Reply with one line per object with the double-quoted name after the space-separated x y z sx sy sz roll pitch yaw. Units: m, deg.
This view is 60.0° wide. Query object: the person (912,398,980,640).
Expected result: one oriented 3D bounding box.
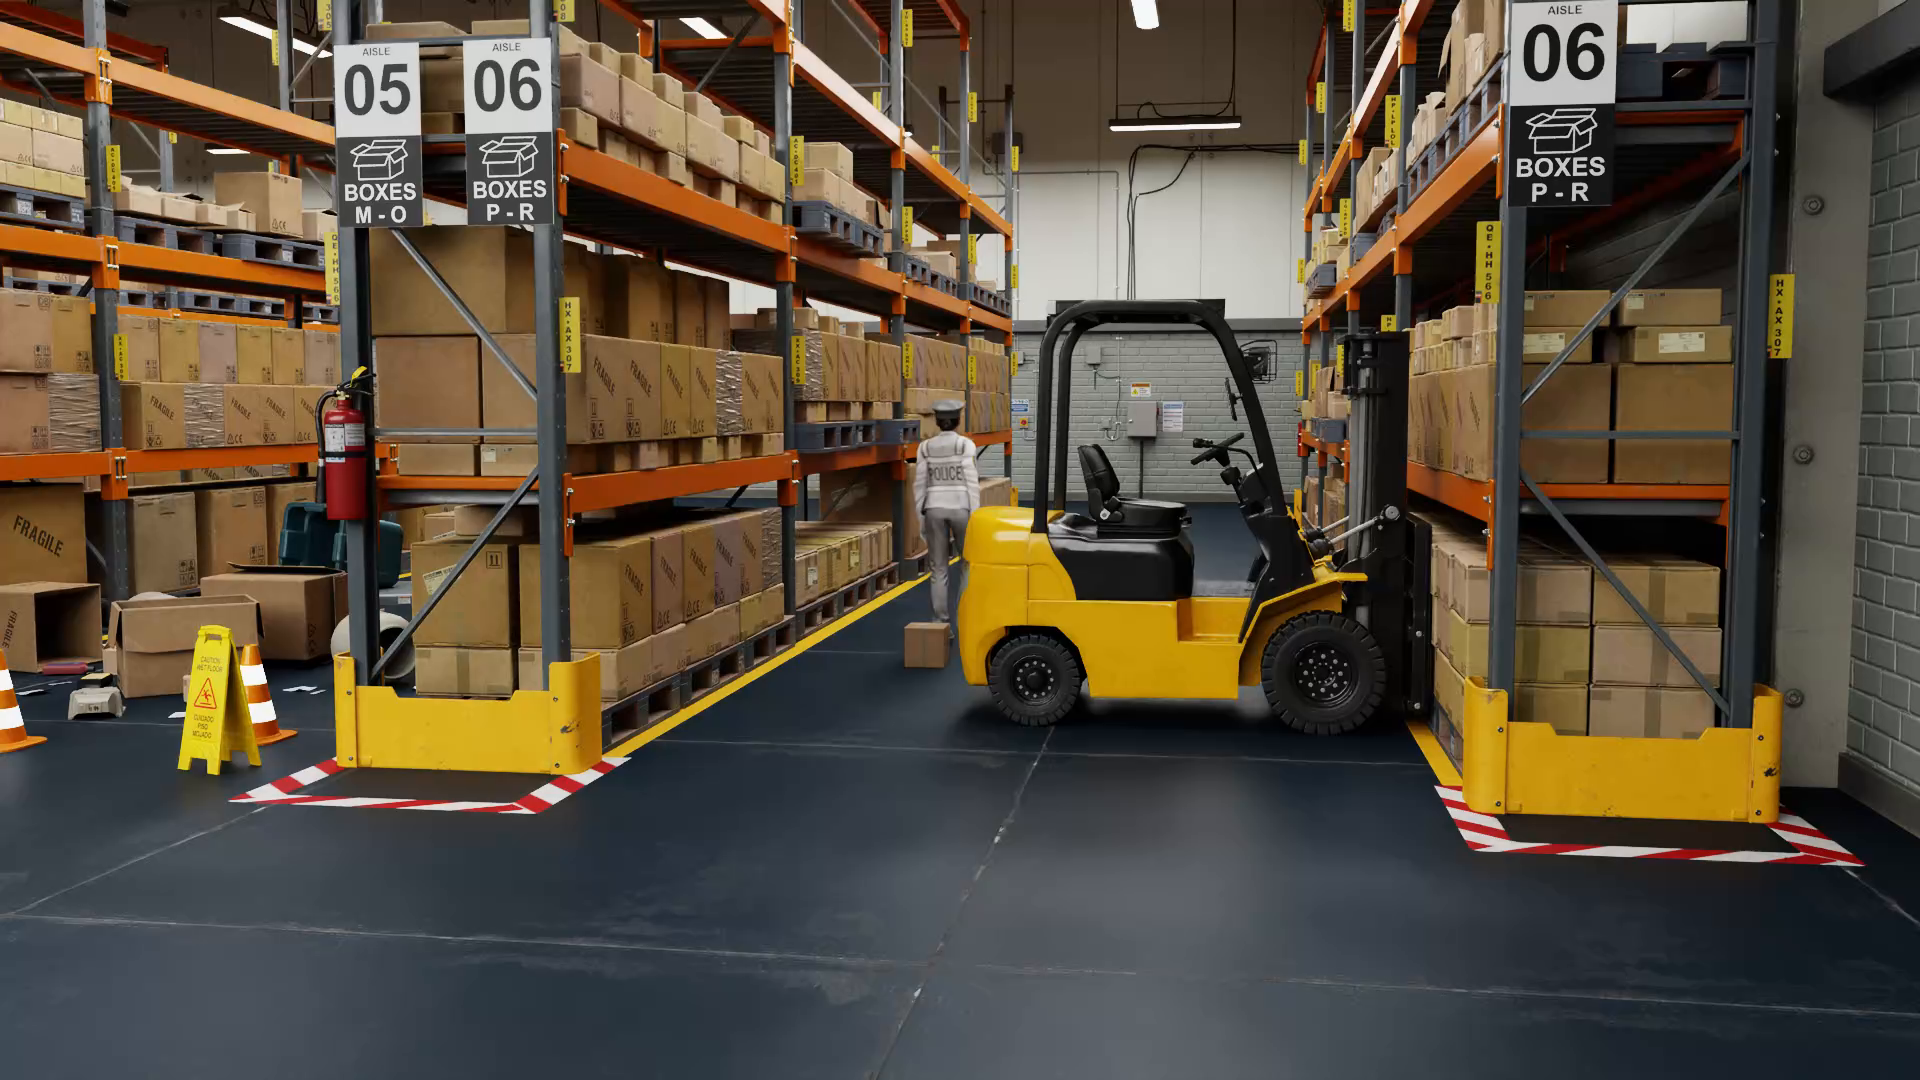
-0.092 -0.119 11.450 0.508 1.715 0.571 1 5 11 "person"
